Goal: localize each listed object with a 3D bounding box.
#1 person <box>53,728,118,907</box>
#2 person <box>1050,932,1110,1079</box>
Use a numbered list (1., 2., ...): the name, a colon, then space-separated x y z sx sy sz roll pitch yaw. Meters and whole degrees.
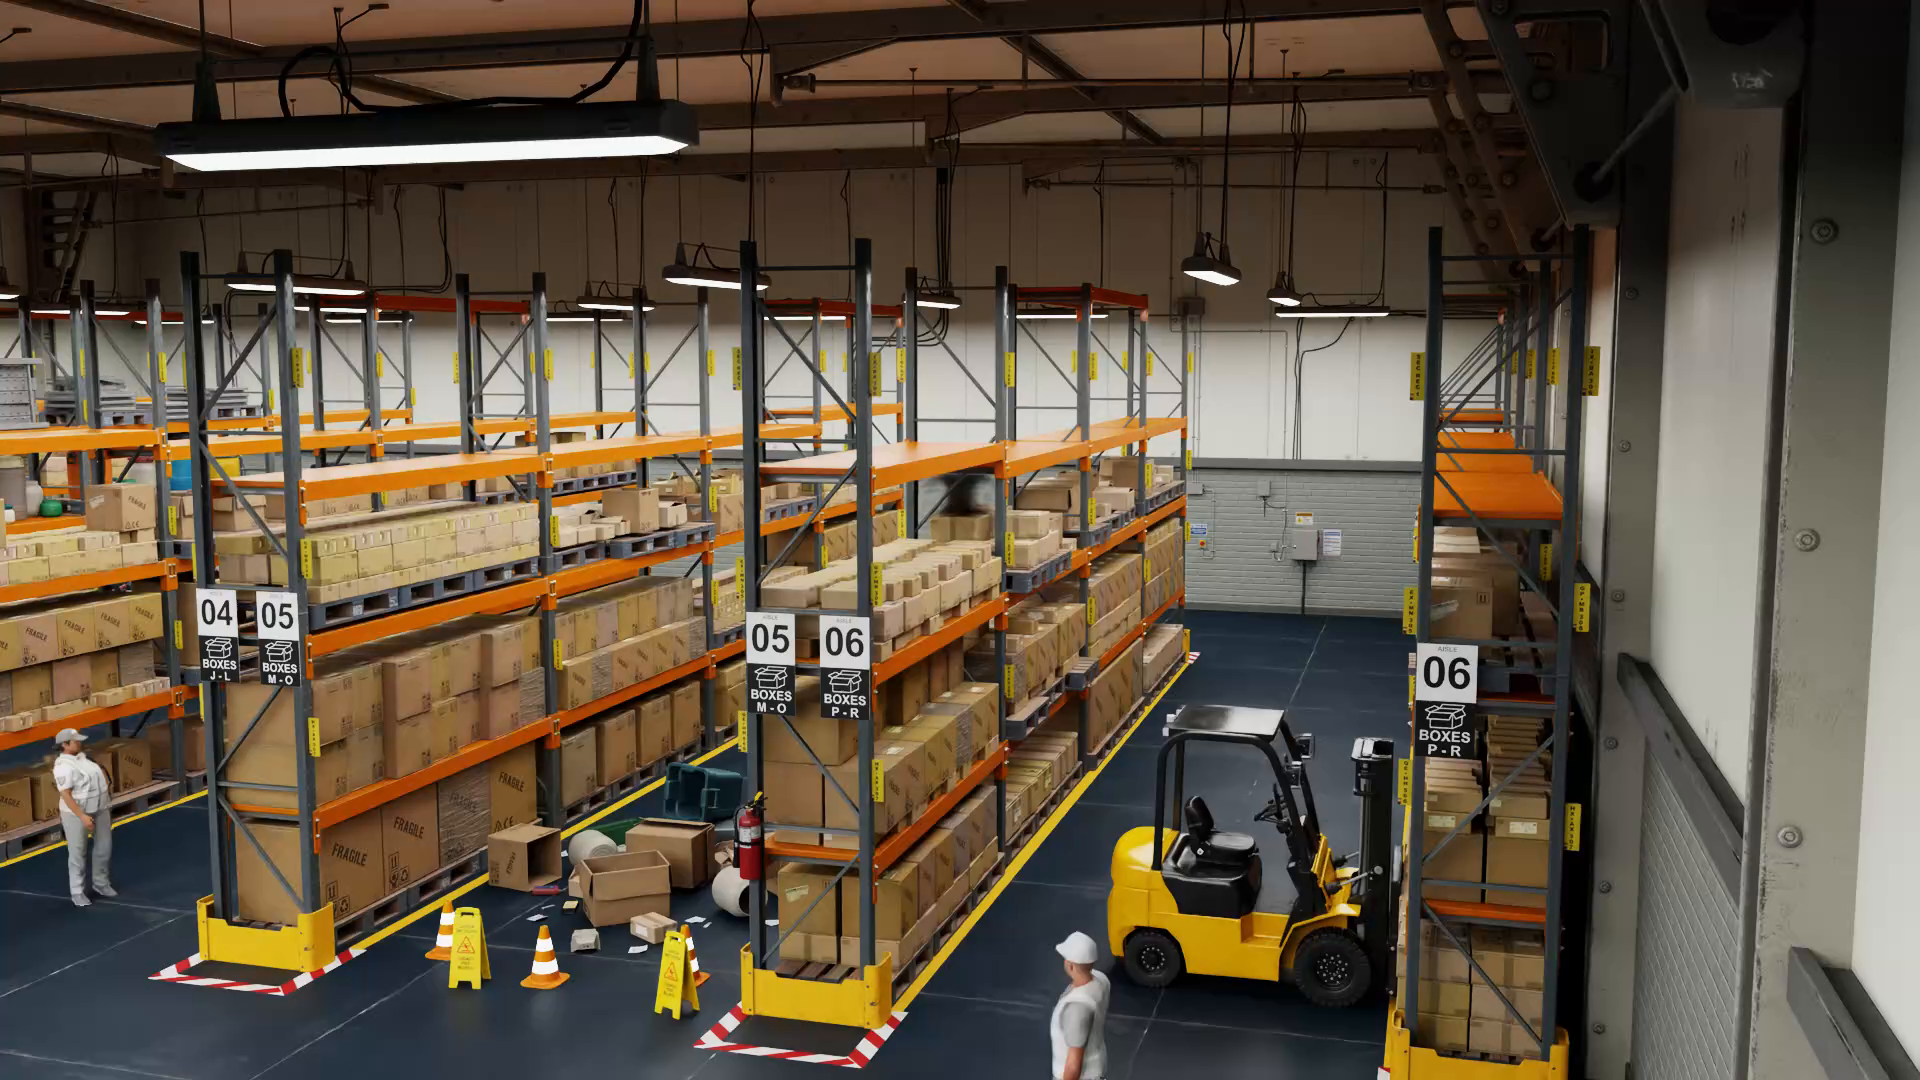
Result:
1. person: -8.260 2.618 15.726 0.560 1.708 0.551 3 7 24
2. person: 0.704 3.174 9.824 0.489 1.789 0.632 1 6 10
